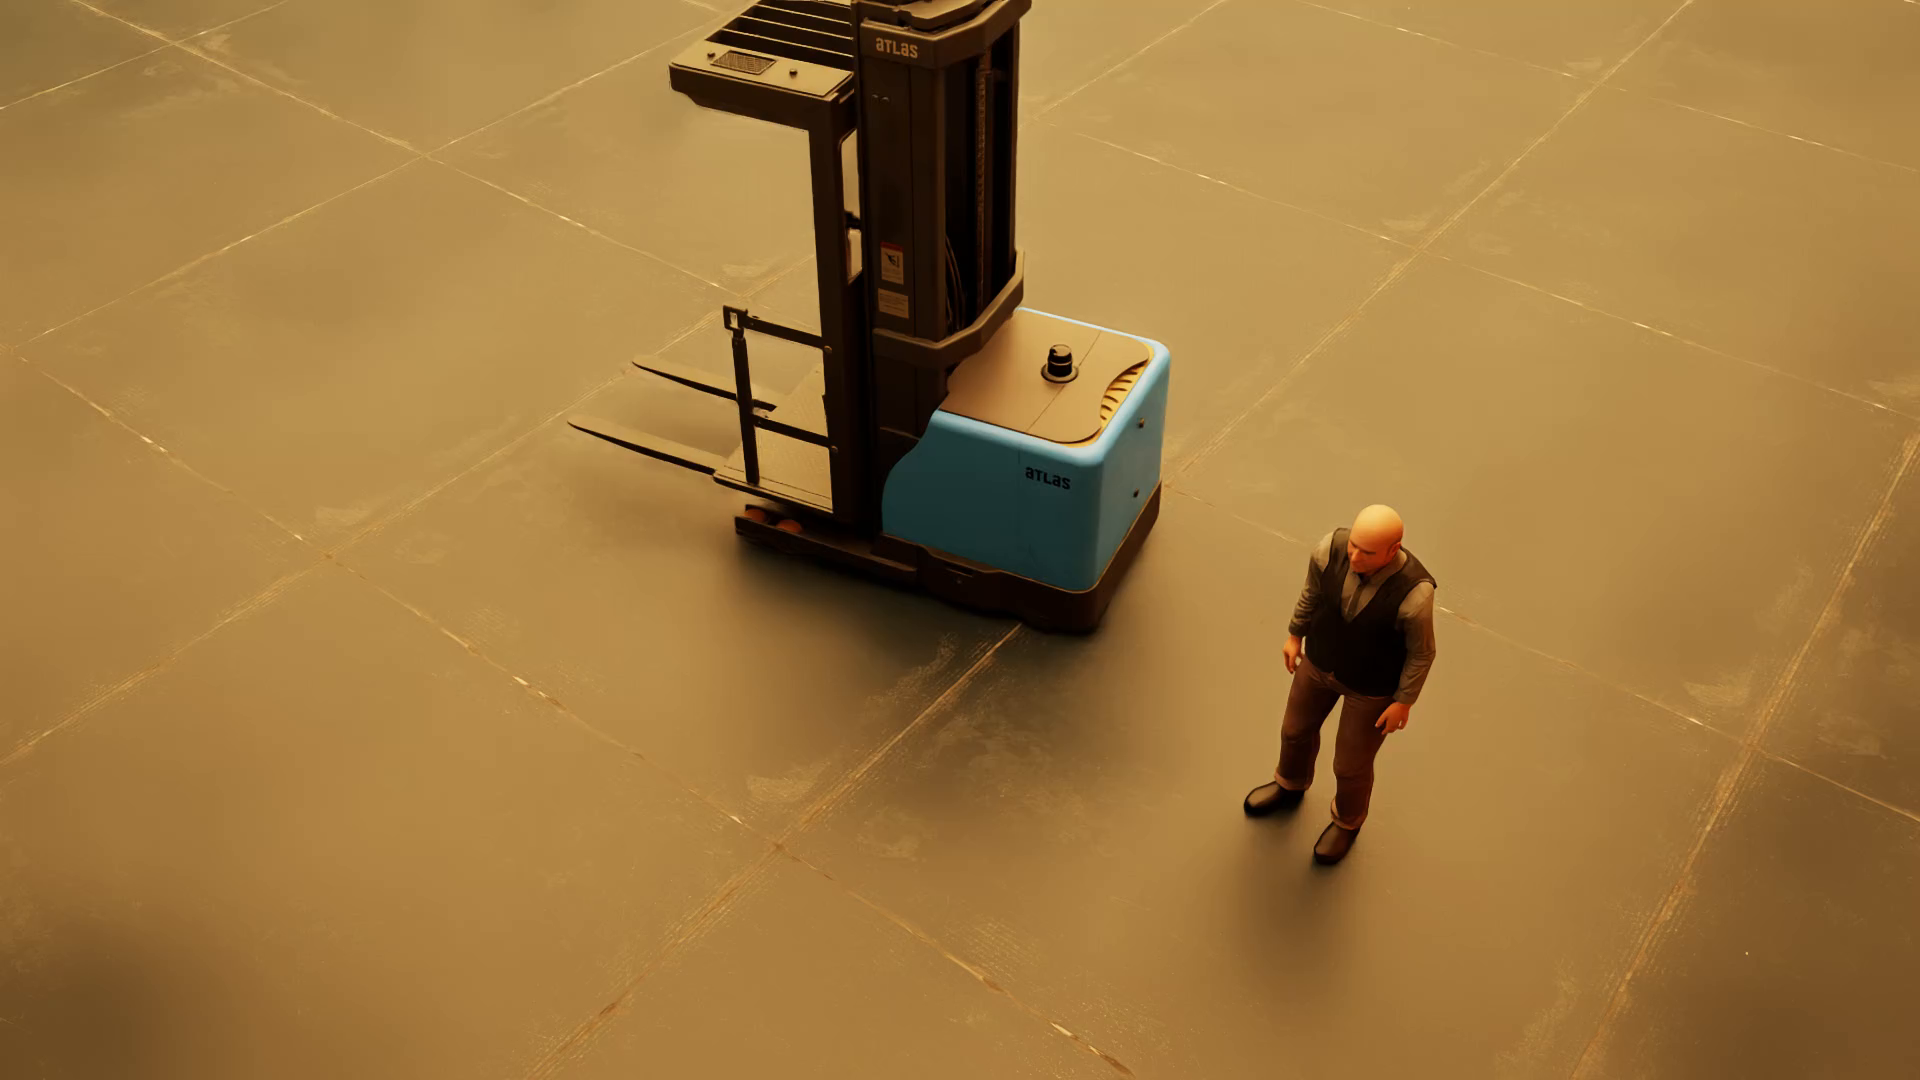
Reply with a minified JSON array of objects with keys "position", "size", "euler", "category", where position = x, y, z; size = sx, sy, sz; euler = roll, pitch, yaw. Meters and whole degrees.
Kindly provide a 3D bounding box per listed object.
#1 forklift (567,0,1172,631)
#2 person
[{"position":[-0.556,-1.342,7.649],"size":[3.031,2.935,1.130],"euler":[17,43,19],"category":"forklift"},{"position":[1.514,0.509,6.412],"size":[0.423,1.719,0.582],"euler":[-31,49,-31],"category":"person"}]
